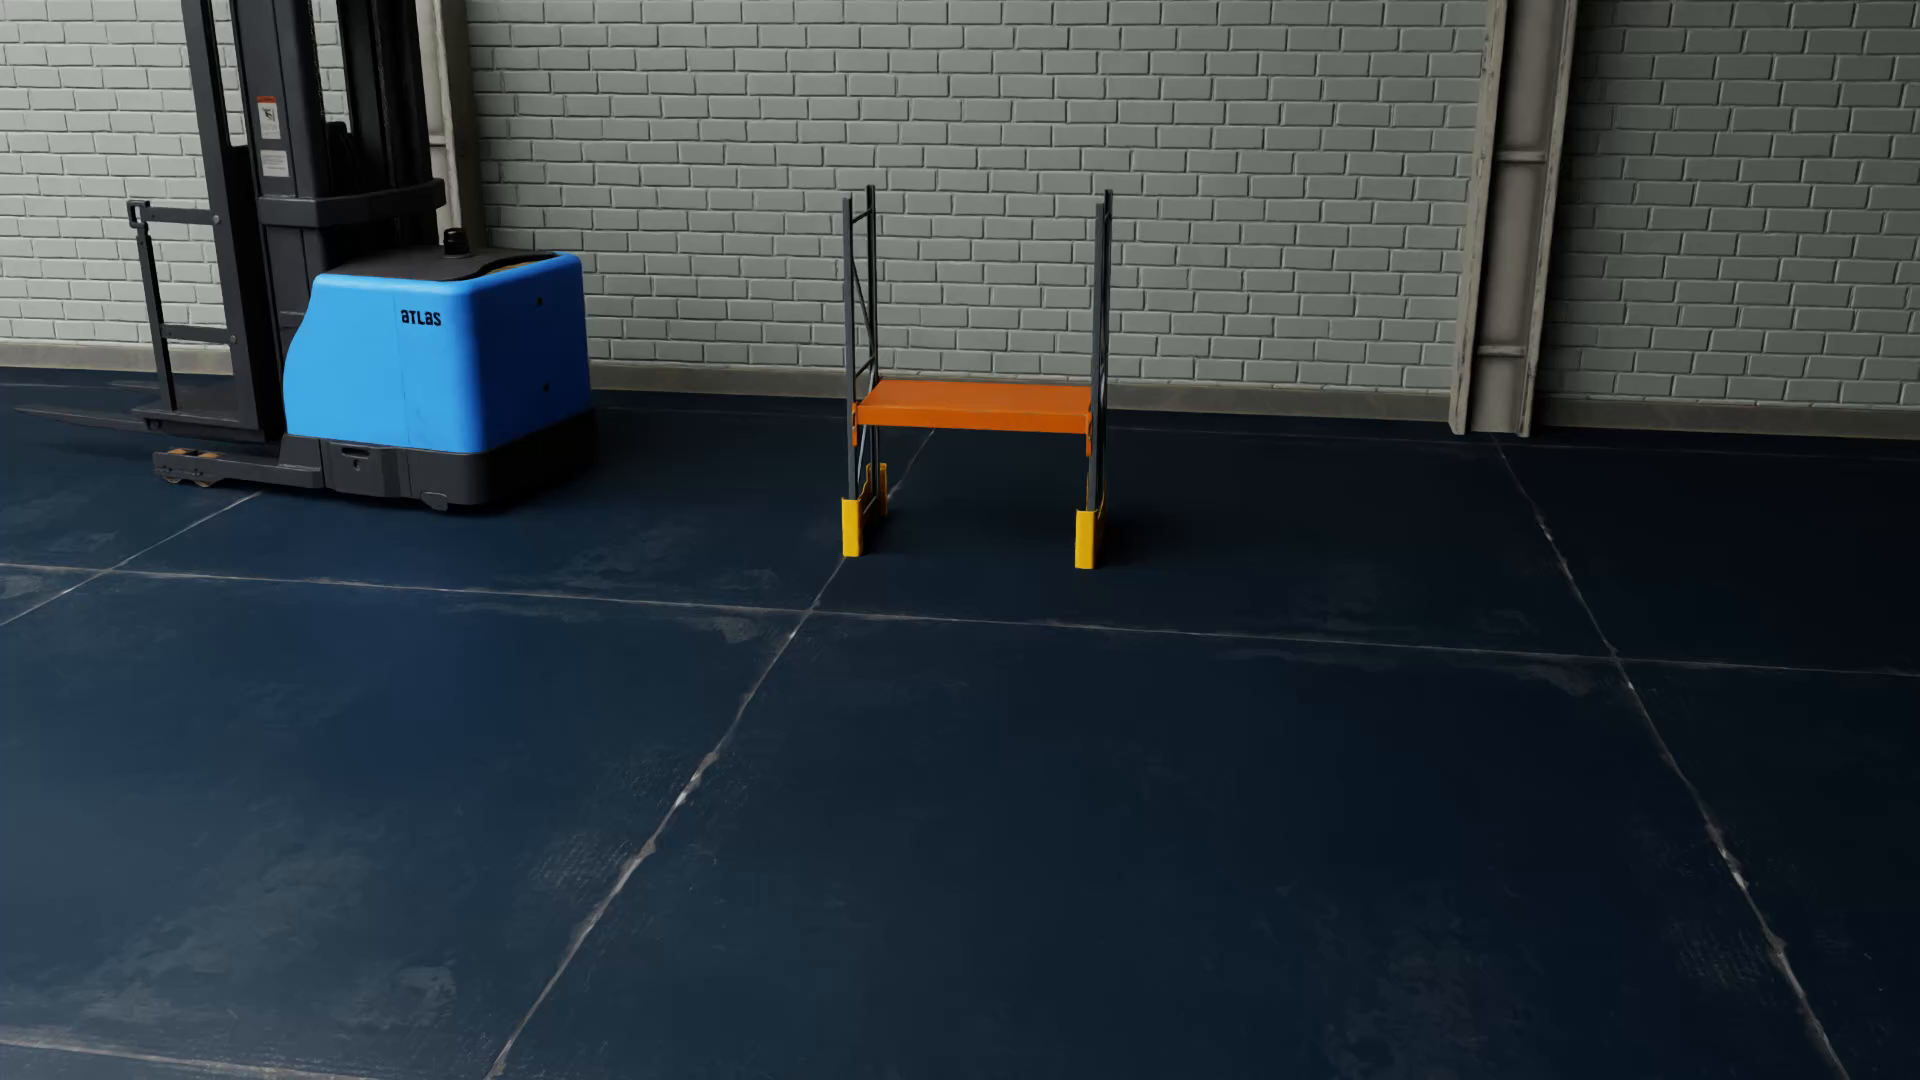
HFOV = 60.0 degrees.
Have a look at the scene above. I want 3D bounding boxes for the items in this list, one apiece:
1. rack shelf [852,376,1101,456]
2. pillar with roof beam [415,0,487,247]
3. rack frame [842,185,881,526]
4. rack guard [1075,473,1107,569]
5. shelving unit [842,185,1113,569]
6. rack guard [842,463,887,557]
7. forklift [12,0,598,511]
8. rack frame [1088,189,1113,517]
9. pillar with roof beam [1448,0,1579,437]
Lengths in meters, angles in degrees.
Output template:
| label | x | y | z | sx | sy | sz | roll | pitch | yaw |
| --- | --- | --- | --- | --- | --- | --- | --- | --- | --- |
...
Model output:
| label | x | y | z | sx | sy | sz | roll | pitch | yaw |
| --- | --- | --- | --- | --- | --- | --- | --- | --- | --- |
| rack shelf | 0.084 | -0.536 | 7.109 | 1.000 | 0.185 | 0.538 | 3 | 19 | 9 |
| pillar with roof beam | -3.708 | -3.831 | 4.570 | 0.400 | 9.000 | 9.100 | 3 | 19 | 9 |
| rack frame | -0.418 | -0.733 | 7.129 | 0.032 | 1.500 | 0.500 | 3 | 19 | 9 |
| rack guard | 0.567 | -0.090 | 7.177 | 0.087 | 0.250 | 0.587 | 3 | 19 | 9 |
| shelving unit | 0.075 | -0.707 | 7.054 | 1.083 | 1.500 | 0.587 | 3 | 19 | 9 |
| rack guard | -0.416 | -0.140 | 7.327 | 0.087 | 0.250 | 0.587 | 3 | 19 | 9 |
| forklift | -3.399 | -1.794 | 8.047 | 3.031 | 2.935 | 1.130 | 7 | 20 | 19 |
| rack frame | 0.586 | -0.681 | 6.976 | 0.032 | 1.500 | 0.500 | 3 | 19 | 9 |
| pillar with roof beam | 2.216 | -3.529 | 3.668 | 0.400 | 9.000 | 9.100 | 3 | 19 | 9 |
